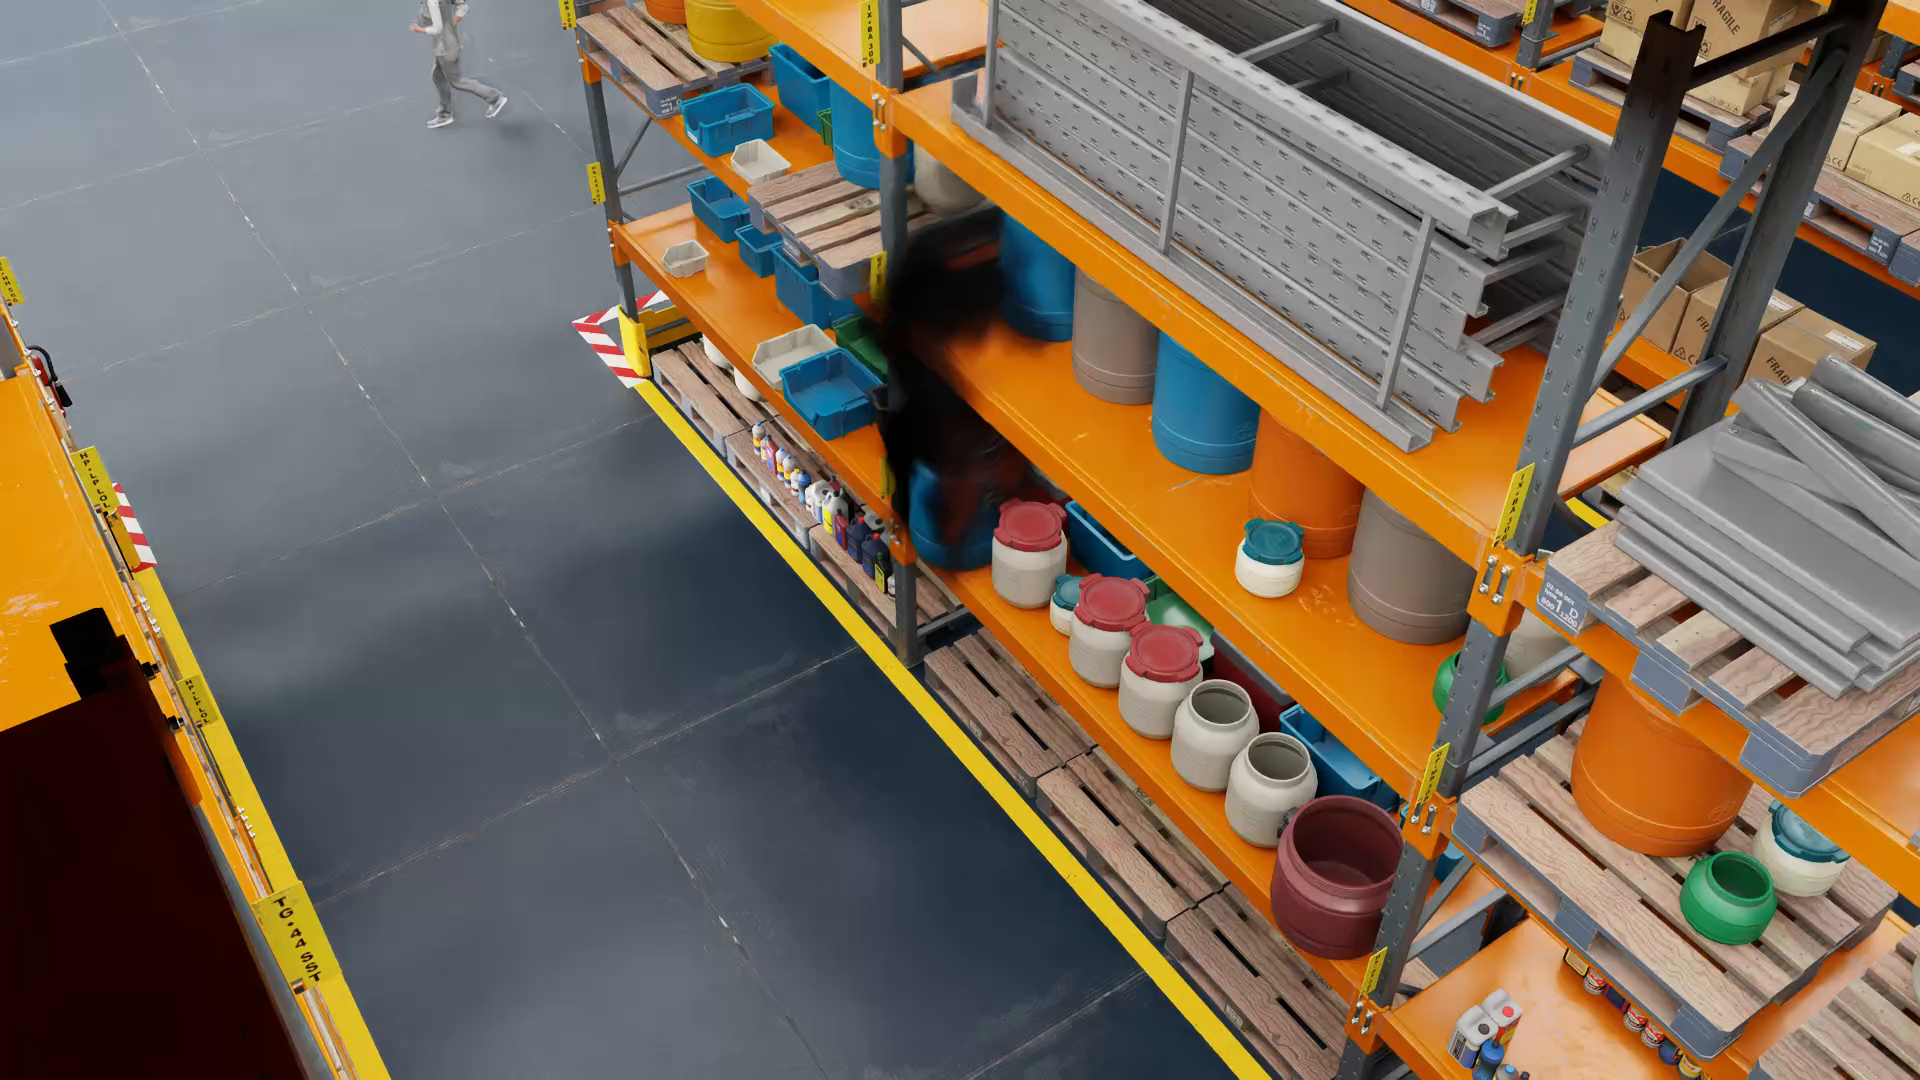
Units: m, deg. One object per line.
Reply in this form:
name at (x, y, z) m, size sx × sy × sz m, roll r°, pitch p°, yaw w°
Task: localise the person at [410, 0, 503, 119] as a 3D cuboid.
person at (-4.730, -4.631, 15.544) m, size 0.709 × 1.506 × 0.526 m, roll -1°, pitch 43°, yaw -1°
